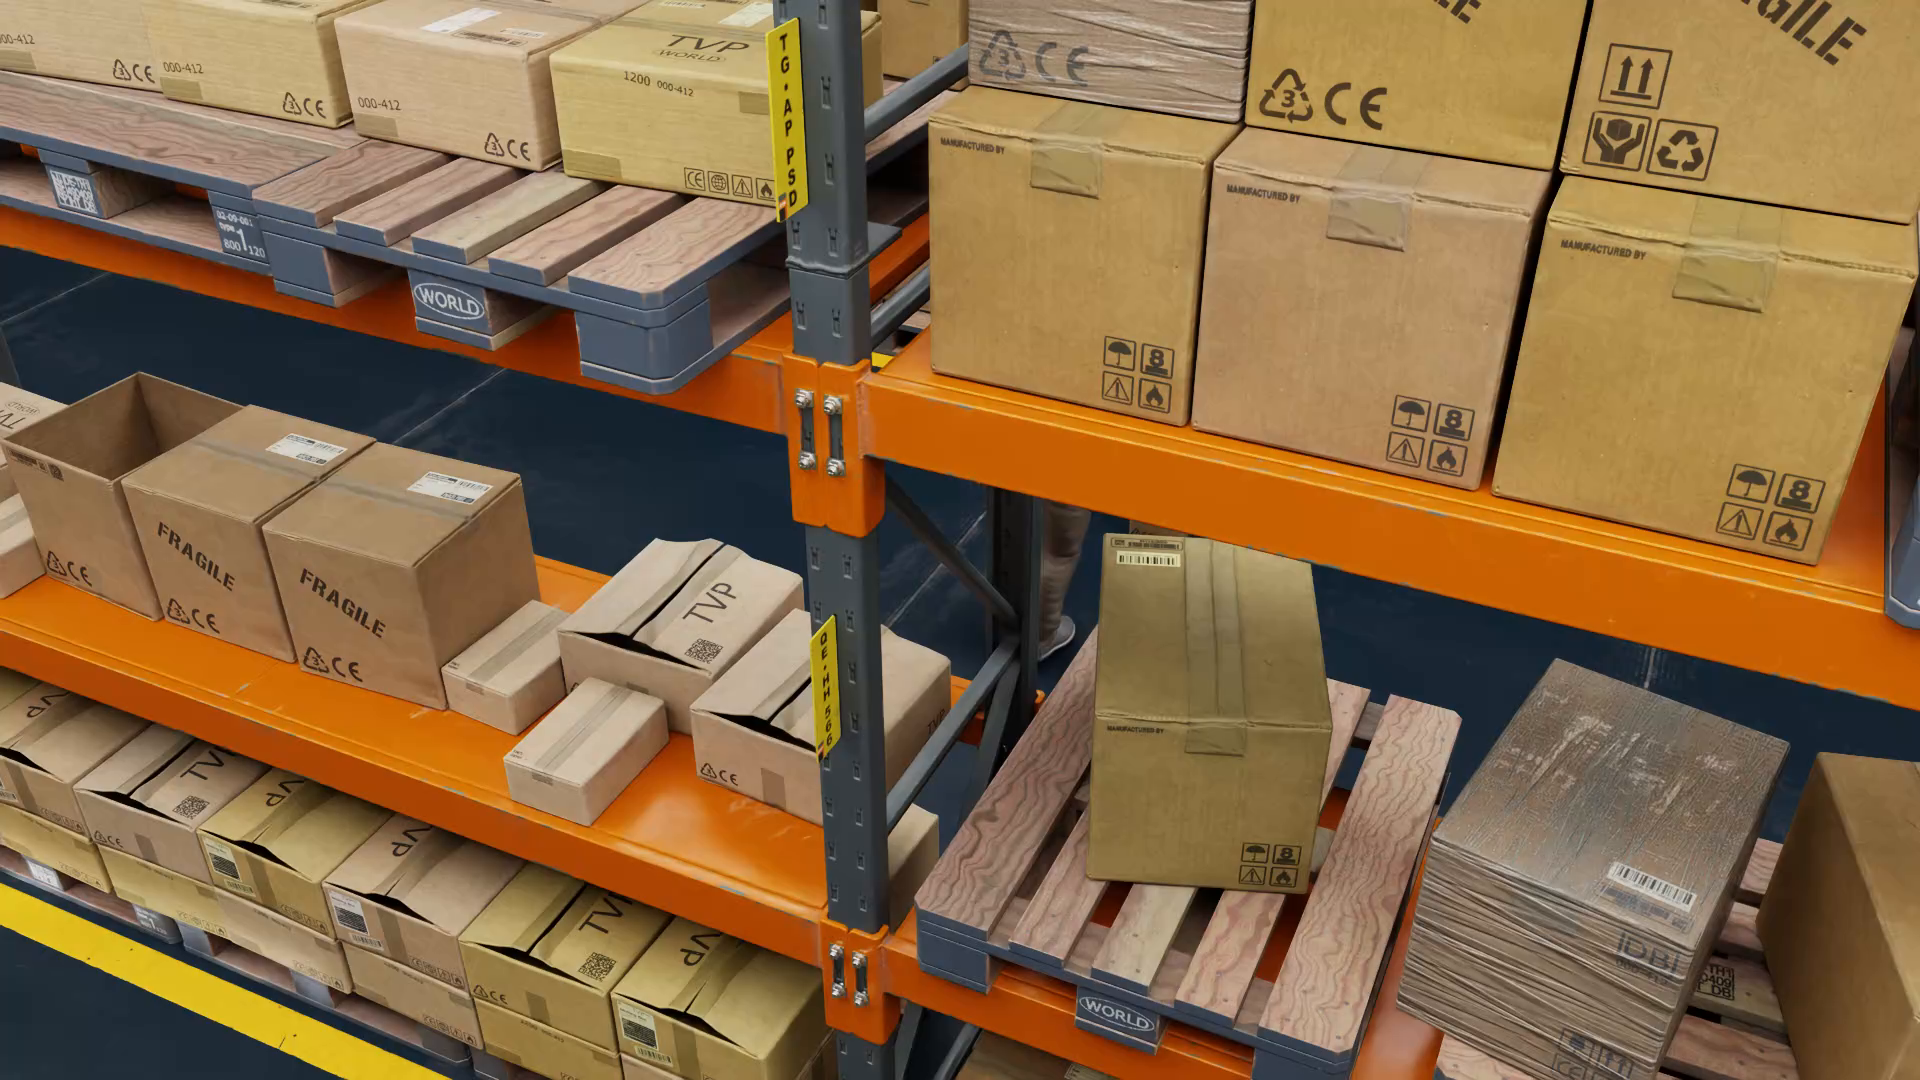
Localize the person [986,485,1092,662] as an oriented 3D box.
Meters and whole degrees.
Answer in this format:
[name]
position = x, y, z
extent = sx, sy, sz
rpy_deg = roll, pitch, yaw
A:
[person]
position = 0.389, -0.288, 6.616
extent = 0.561, 1.782, 0.453
rpy_deg = 19, 38, 27
